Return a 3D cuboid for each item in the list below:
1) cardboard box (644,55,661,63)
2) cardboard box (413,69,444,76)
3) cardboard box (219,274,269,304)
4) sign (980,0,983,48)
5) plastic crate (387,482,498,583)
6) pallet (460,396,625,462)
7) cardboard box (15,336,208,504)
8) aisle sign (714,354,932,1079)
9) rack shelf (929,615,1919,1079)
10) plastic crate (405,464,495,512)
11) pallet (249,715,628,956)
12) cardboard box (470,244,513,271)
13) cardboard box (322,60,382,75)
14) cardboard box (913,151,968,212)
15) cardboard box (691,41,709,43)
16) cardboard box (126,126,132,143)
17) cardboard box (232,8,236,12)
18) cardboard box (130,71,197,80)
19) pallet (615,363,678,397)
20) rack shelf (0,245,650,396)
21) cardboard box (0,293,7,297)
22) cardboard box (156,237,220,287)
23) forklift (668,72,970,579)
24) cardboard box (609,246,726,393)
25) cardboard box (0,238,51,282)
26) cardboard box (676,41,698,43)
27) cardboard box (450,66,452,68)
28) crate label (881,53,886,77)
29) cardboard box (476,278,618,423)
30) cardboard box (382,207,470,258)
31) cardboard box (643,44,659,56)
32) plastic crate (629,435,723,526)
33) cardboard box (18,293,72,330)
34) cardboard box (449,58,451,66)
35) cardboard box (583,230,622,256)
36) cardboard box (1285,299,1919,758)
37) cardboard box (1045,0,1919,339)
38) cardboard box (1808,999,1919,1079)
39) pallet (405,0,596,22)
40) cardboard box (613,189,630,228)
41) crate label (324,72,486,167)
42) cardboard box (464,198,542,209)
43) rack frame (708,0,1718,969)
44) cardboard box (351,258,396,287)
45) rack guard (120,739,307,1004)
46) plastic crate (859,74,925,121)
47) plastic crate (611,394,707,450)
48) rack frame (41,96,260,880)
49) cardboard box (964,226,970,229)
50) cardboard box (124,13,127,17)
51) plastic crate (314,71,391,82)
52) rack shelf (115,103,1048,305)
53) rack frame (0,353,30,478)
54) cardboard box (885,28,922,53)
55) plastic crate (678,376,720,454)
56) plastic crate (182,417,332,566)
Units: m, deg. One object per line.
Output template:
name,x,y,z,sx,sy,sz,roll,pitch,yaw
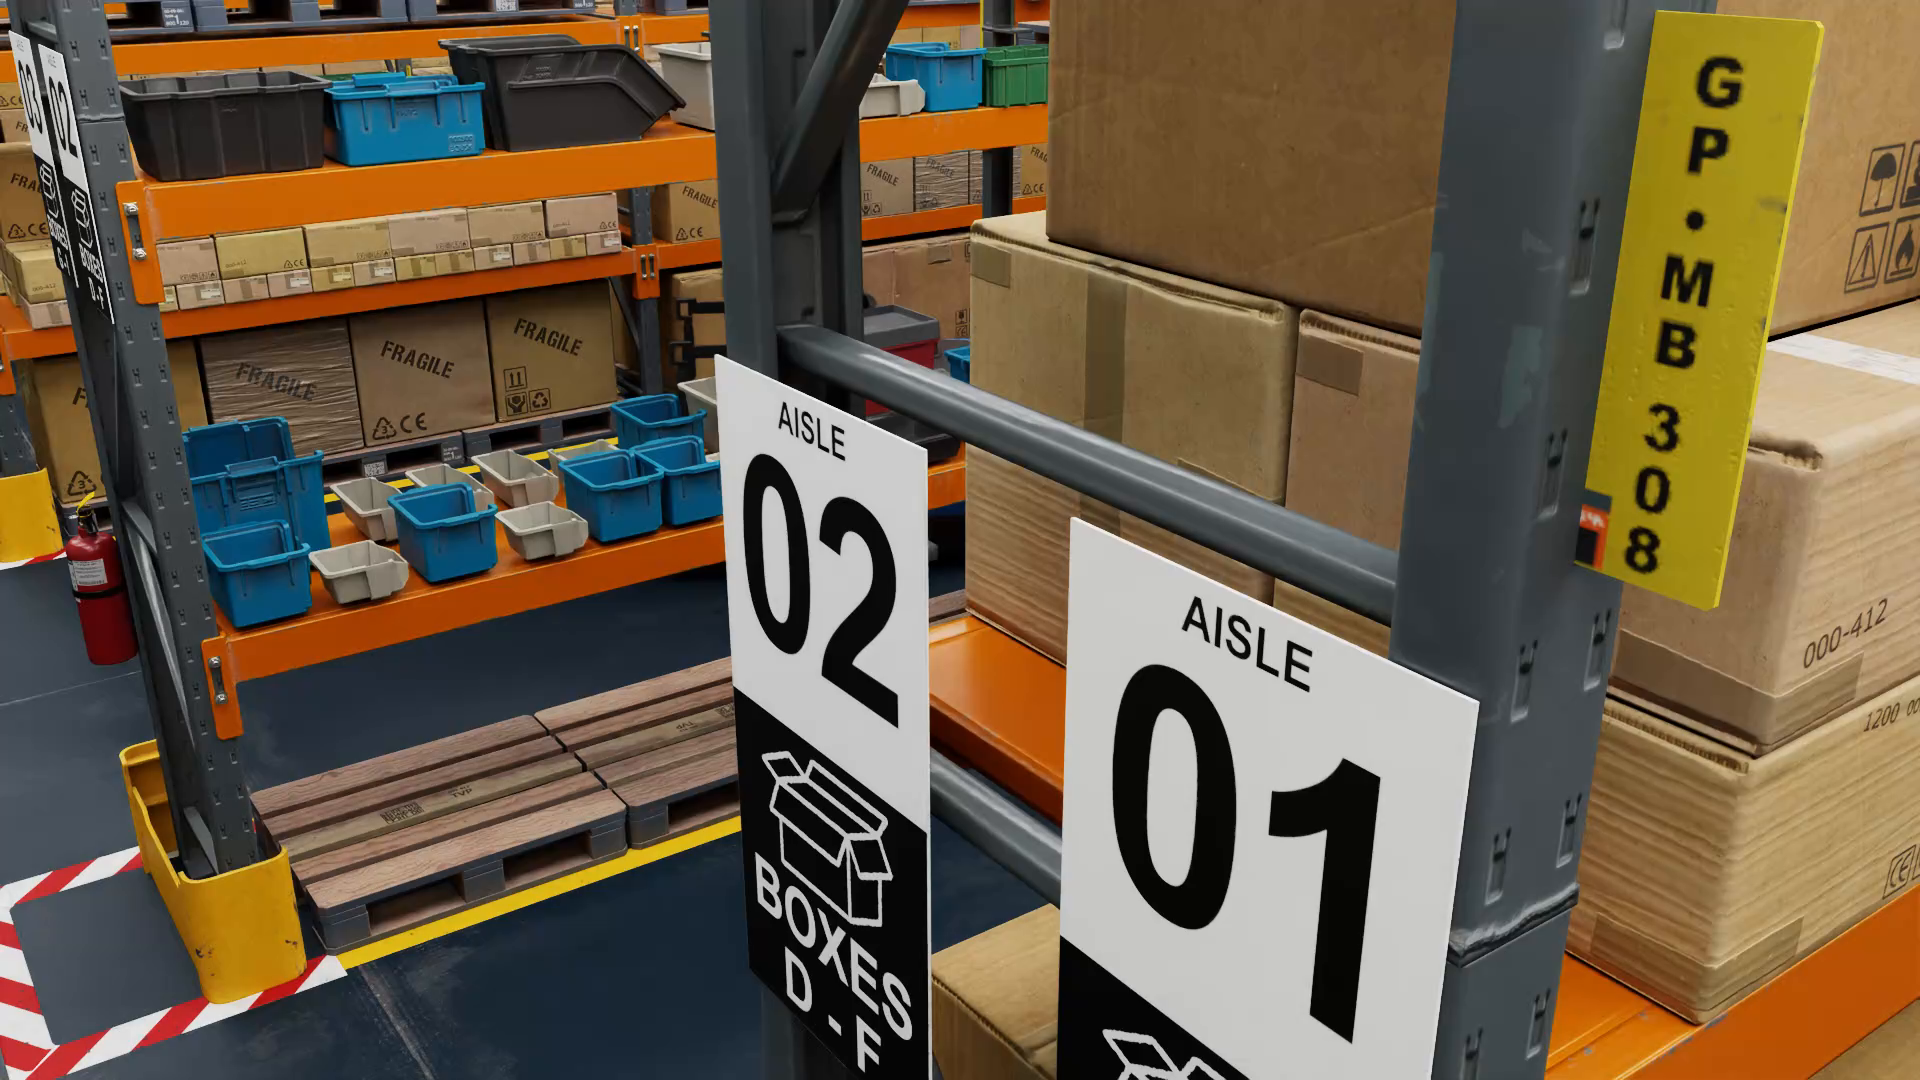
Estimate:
cardboard box,-3.137,-4.861,16.999,0.250,0.149,0.380,-16,27,-35
cardboard box,-5.050,-4.350,15.720,0.250,0.149,0.380,-14,25,-30
cardboard box,-4.380,-1.554,10.082,0.250,0.149,0.380,-16,27,-34
sign,0.126,-2.409,7.826,0.005,0.325,0.100,-15,26,-33
plastic crate,-1.874,-0.027,6.061,0.300,0.233,0.416,-15,26,-33
pallet,-3.110,-0.899,11.866,1.213,0.211,1.003,-15,26,-33
cardboard box,-5.221,-0.841,10.256,0.875,0.875,0.875,-15,26,-33
aisle sign,-0.146,0.226,1.774,0.004,0.787,0.394,-15,26,-33
rack shelf,1.712,0.019,2.724,4.000,0.370,1.077,-15,26,-33
plastic crate,-2.001,-0.174,6.561,0.243,0.136,0.396,-15,26,-33
pallet,-2.109,1.149,6.733,1.213,0.211,1.003,-15,26,-33
cardboard box,-3.129,-1.887,10.918,0.250,0.149,0.380,-14,26,-32
cardboard box,-5.485,-4.316,14.779,0.500,0.500,0.500,-16,27,-35
cardboard box,-0.284,-2.847,12.849,0.500,0.500,0.500,-16,27,-35
cardboard box,-3.525,-6.574,22.096,0.250,0.149,0.380,-14,26,-31
cardboard box,-7.158,-3.408,13.854,0.500,0.500,0.500,-15,26,-32
cardboard box,-10.193,-7.200,23.192,0.500,0.500,0.700,-15,26,-32
cardboard box,-6.736,-3.979,13.934,0.500,0.500,0.500,-16,27,-34
pallet,-1.865,-1.230,12.694,1.213,0.211,1.003,-15,26,-33
rack shelf,-4.070,-1.569,10.751,4.000,0.370,1.077,-15,26,-33
cardboard box,-7.933,-2.029,13.813,0.250,0.149,0.380,-14,26,-31
cardboard box,-4.728,-1.675,9.849,0.500,0.250,0.500,-15,26,-33
forklift,-1.290,-1.350,9.324,3.031,2.935,1.130,-3,22,-6
cardboard box,-1.939,-1.688,12.380,0.875,0.875,1.225,-15,26,-33
cardboard box,-5.456,-1.723,9.968,0.500,0.250,0.500,-15,26,-34
cardboard box,-3.641,-6.822,21.843,0.500,0.500,0.500,-14,26,-32
cardboard box,-6.070,-5.706,20.351,0.500,0.250,0.500,-15,26,-33
crate label,-0.120,-2.097,7.413,0.466,0.136,0.293,-15,26,-33
cardboard box,-3.029,-1.425,11.720,0.875,0.875,0.875,-15,26,-33
cardboard box,-3.485,-2.006,10.678,0.500,0.250,0.500,-14,26,-32
cardboard box,-4.117,-6.372,21.590,0.250,0.149,0.380,-17,27,-36
plastic crate,-1.096,-0.234,6.581,0.300,0.233,0.416,-15,26,-33
cardboard box,-5.213,-1.331,9.523,0.250,0.149,0.380,-15,26,-32
cardboard box,-6.050,-5.935,20.250,0.500,0.250,0.500,-16,27,-34
cardboard box,-2.503,-2.054,11.336,0.250,0.149,0.380,-15,26,-33
cardboard box,0.658,-0.077,1.523,0.500,0.250,0.500,-15,26,-33
cardboard box,0.496,-0.509,1.593,0.500,0.500,0.700,-15,26,-33
cardboard box,1.023,0.868,2.189,0.500,0.500,0.500,-15,26,-32
pallet,-3.117,-3.514,10.727,1.213,0.211,1.003,-15,26,-33
cardboard box,-2.227,-2.565,12.143,0.500,0.500,0.500,-15,26,-33
crate label,-1.864,-1.406,5.527,0.502,0.251,0.408,-15,26,-33
cardboard box,-3.073,-2.465,10.816,0.500,0.500,0.500,-15,26,-32
rack frame,0.089,-1.275,0.950,0.127,3.000,1.000,-15,26,-33
cardboard box,-3.753,-1.721,10.502,0.250,0.149,0.380,-14,26,-32
rack guard,-2.813,1.190,6.239,0.348,0.500,1.175,-15,26,-33
plastic crate,-0.364,-1.726,6.484,0.466,0.136,0.293,-15,26,-33
plastic crate,-1.284,-0.451,7.125,0.300,0.233,0.416,-15,26,-33
rack frame,-2.801,0.020,5.798,0.127,3.000,1.000,-15,26,-33
cardboard box,0.228,-2.267,13.829,0.875,0.875,1.225,-16,27,-35
cardboard box,-8.873,-5.535,18.237,0.500,0.500,0.500,-15,26,-34
plastic crate,-2.167,-1.574,6.032,0.336,0.188,0.450,-15,26,-33
rack shelf,-1.178,-1.472,6.461,4.000,0.370,1.077,-15,26,-33
rack frame,-5.694,-1.470,9.532,0.127,3.000,1.000,-15,26,-33
cardboard box,-0.819,-5.542,18.254,0.500,0.500,0.700,-15,26,-34
plastic crate,-0.901,-0.543,7.289,0.530,0.282,0.437,-15,26,-33
plastic crate,-2.639,-0.153,6.103,0.499,0.435,0.616,-15,26,-33
